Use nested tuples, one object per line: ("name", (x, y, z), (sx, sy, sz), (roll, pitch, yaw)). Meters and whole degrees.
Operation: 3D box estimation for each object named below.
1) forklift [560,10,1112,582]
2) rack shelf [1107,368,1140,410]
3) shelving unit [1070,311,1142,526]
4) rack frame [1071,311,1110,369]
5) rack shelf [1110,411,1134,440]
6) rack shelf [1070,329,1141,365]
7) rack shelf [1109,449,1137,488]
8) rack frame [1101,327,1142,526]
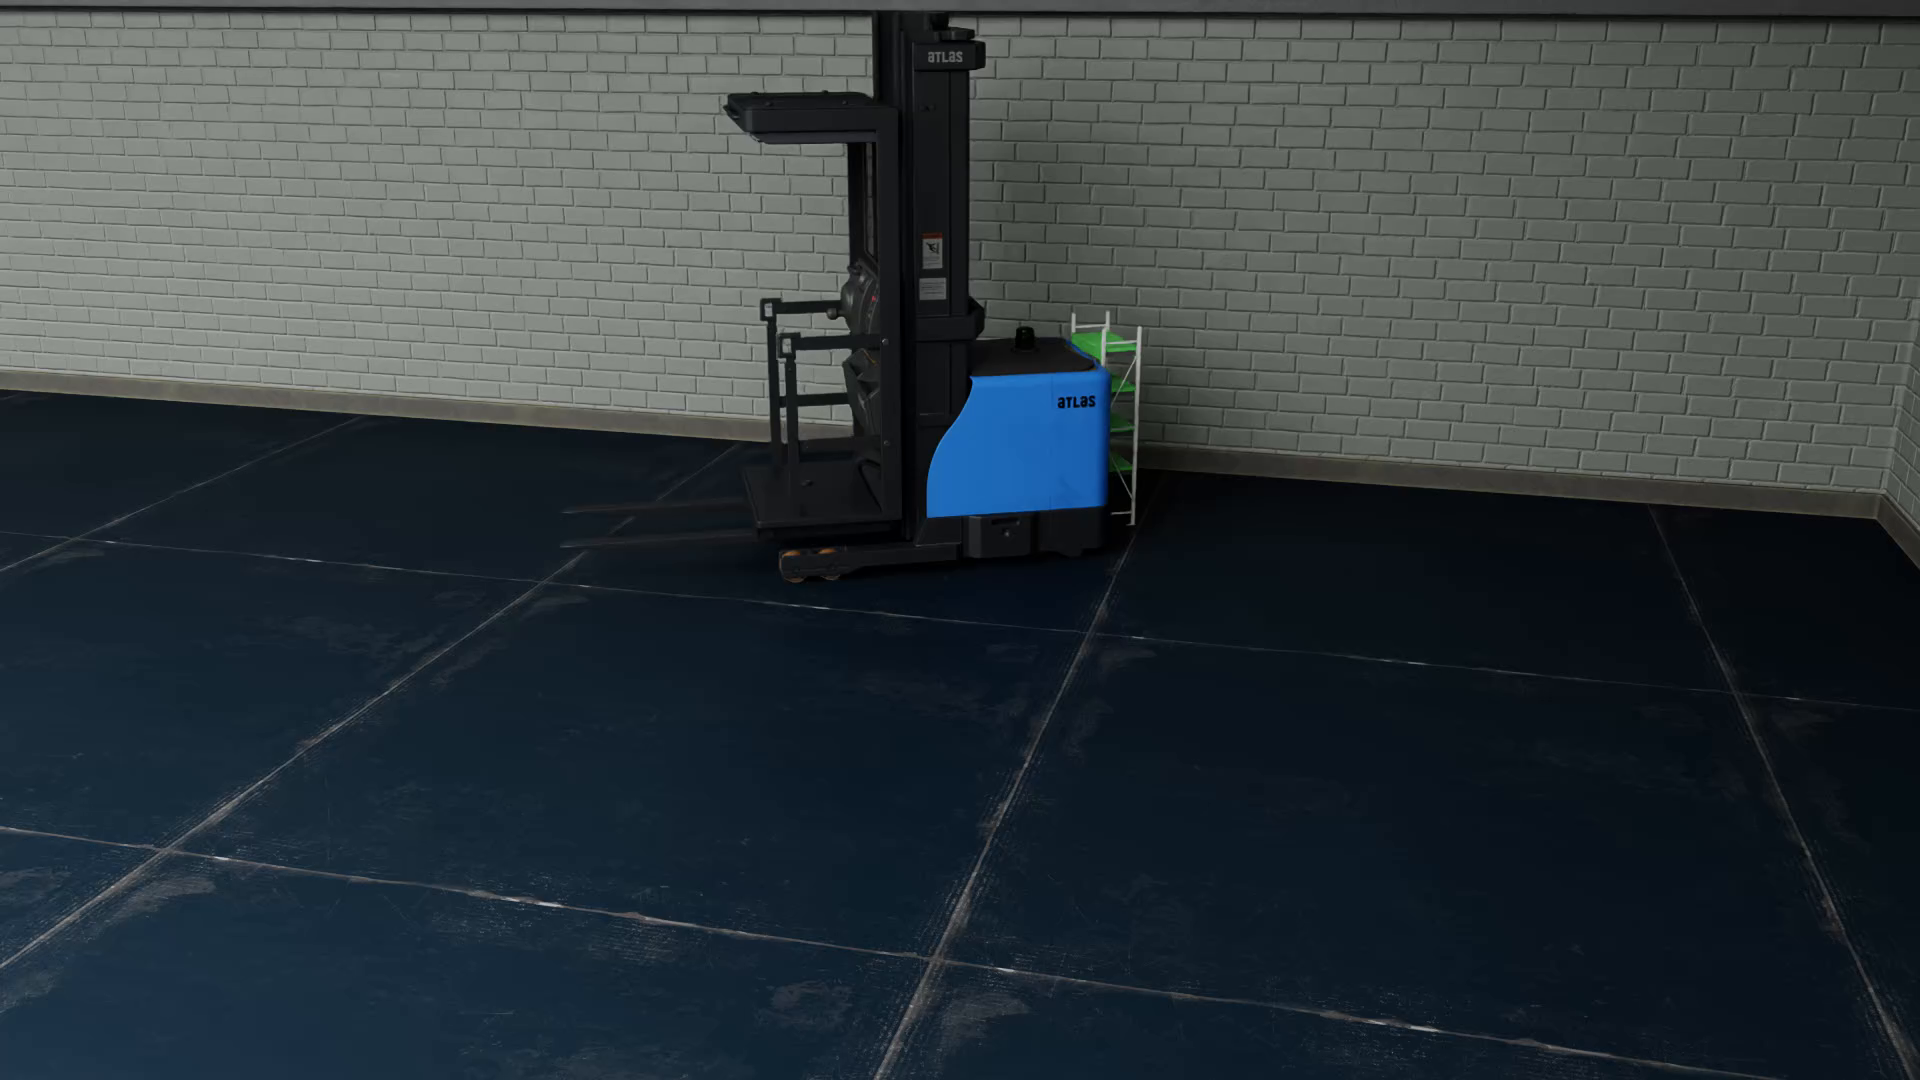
("forklift", (-0.725, -1.345, 9.090), (3.031, 2.935, 1.130), (-4, 19, -11))
("rack shelf", (0.856, -0.889, 9.890), (0.258, 0.148, 0.480), (-6, 20, -16))
("shelving unit", (0.856, -0.723, 9.947), (0.258, 1.200, 0.503), (-6, 20, -16))
("rack frame", (0.784, -0.798, 10.167), (0.240, 1.200, 0.015), (-6, 20, -16))
("rack shelf", (0.856, -0.662, 9.967), (0.258, 0.148, 0.480), (-6, 20, -16))
("rack shelf", (0.856, -1.116, 9.812), (0.258, 0.148, 0.480), (-6, 20, -16))
("rack shelf", (0.856, -0.435, 10.045), (0.258, 0.148, 0.480), (-6, 20, -16))
("rack frame", (0.928, -0.647, 9.726), (0.240, 1.200, 0.015), (-6, 20, -16))
